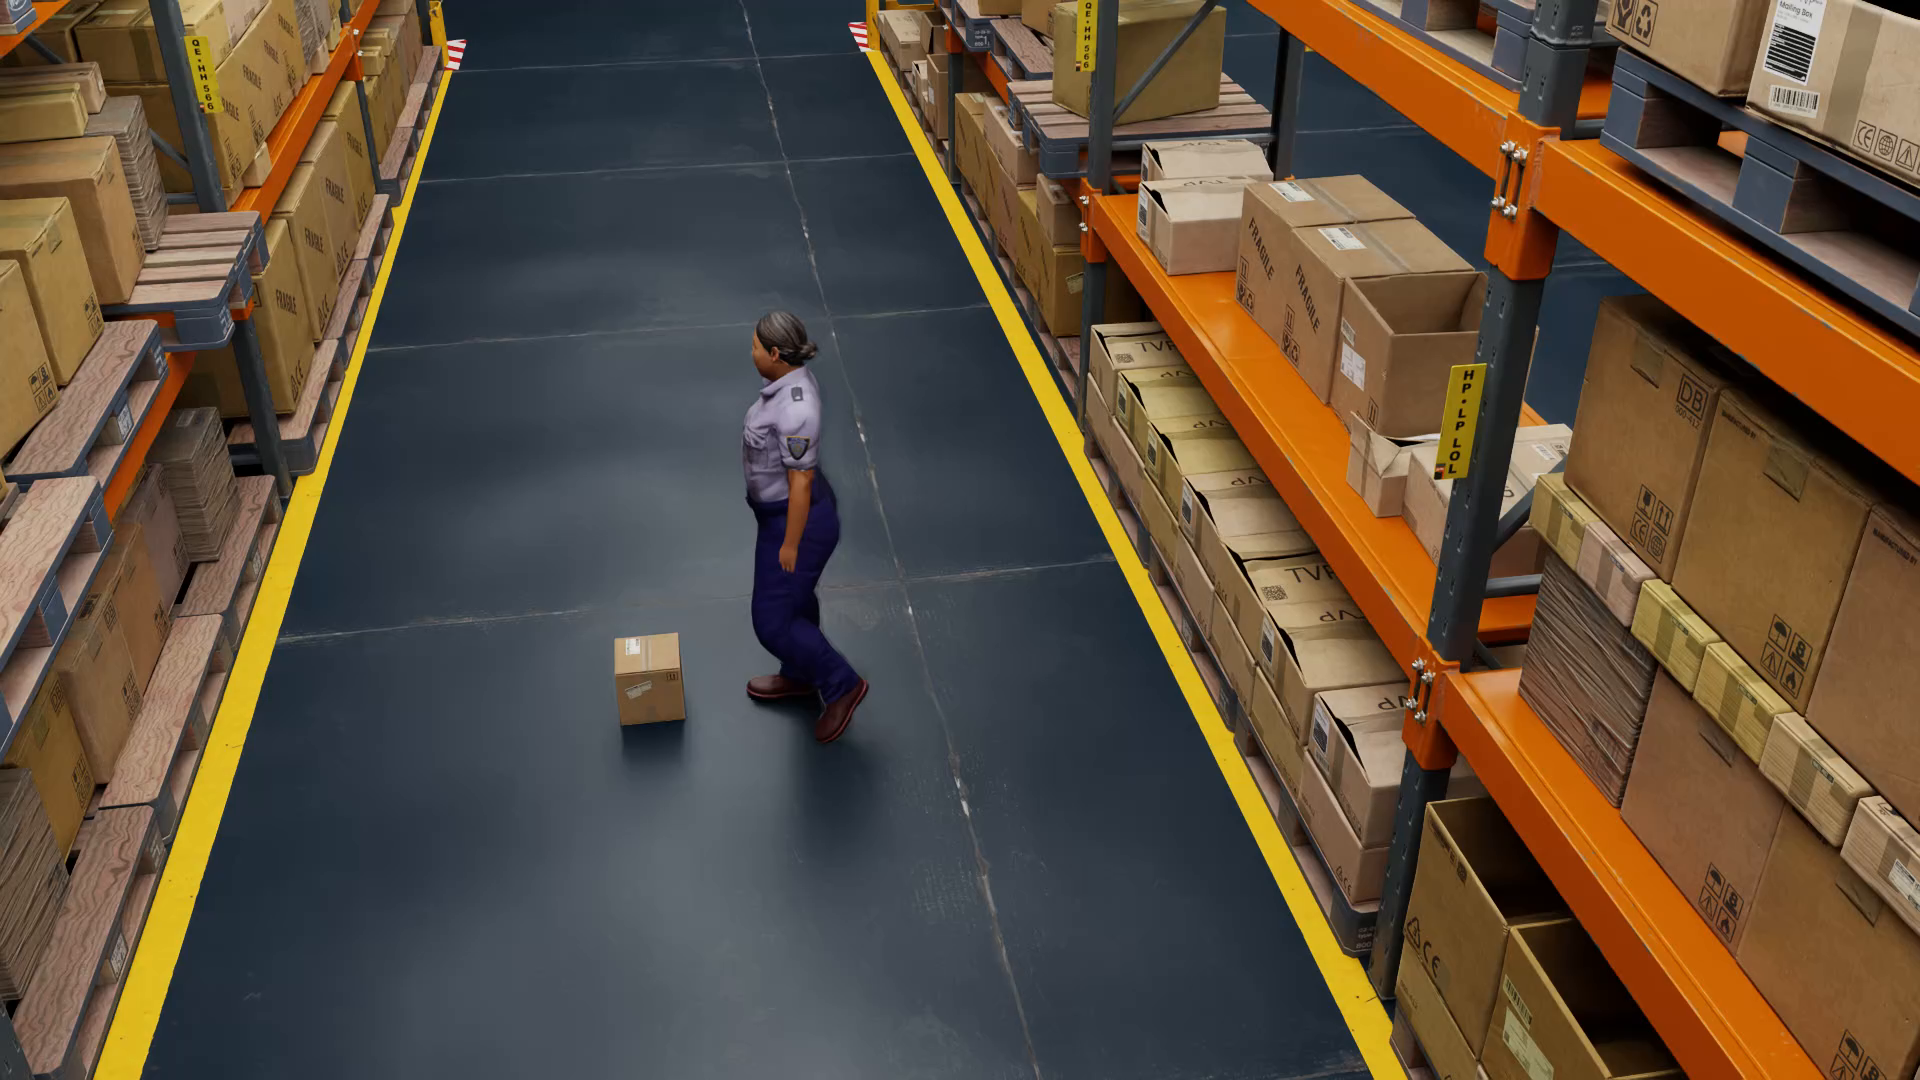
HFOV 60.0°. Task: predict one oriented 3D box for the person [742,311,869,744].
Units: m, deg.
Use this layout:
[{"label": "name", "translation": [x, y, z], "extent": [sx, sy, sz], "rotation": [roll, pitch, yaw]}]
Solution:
[{"label": "person", "translation": [-0.610, -0.053, 6.213], "extent": [0.472, 1.661, 0.569], "rotation": [-4, 31, -7]}]
